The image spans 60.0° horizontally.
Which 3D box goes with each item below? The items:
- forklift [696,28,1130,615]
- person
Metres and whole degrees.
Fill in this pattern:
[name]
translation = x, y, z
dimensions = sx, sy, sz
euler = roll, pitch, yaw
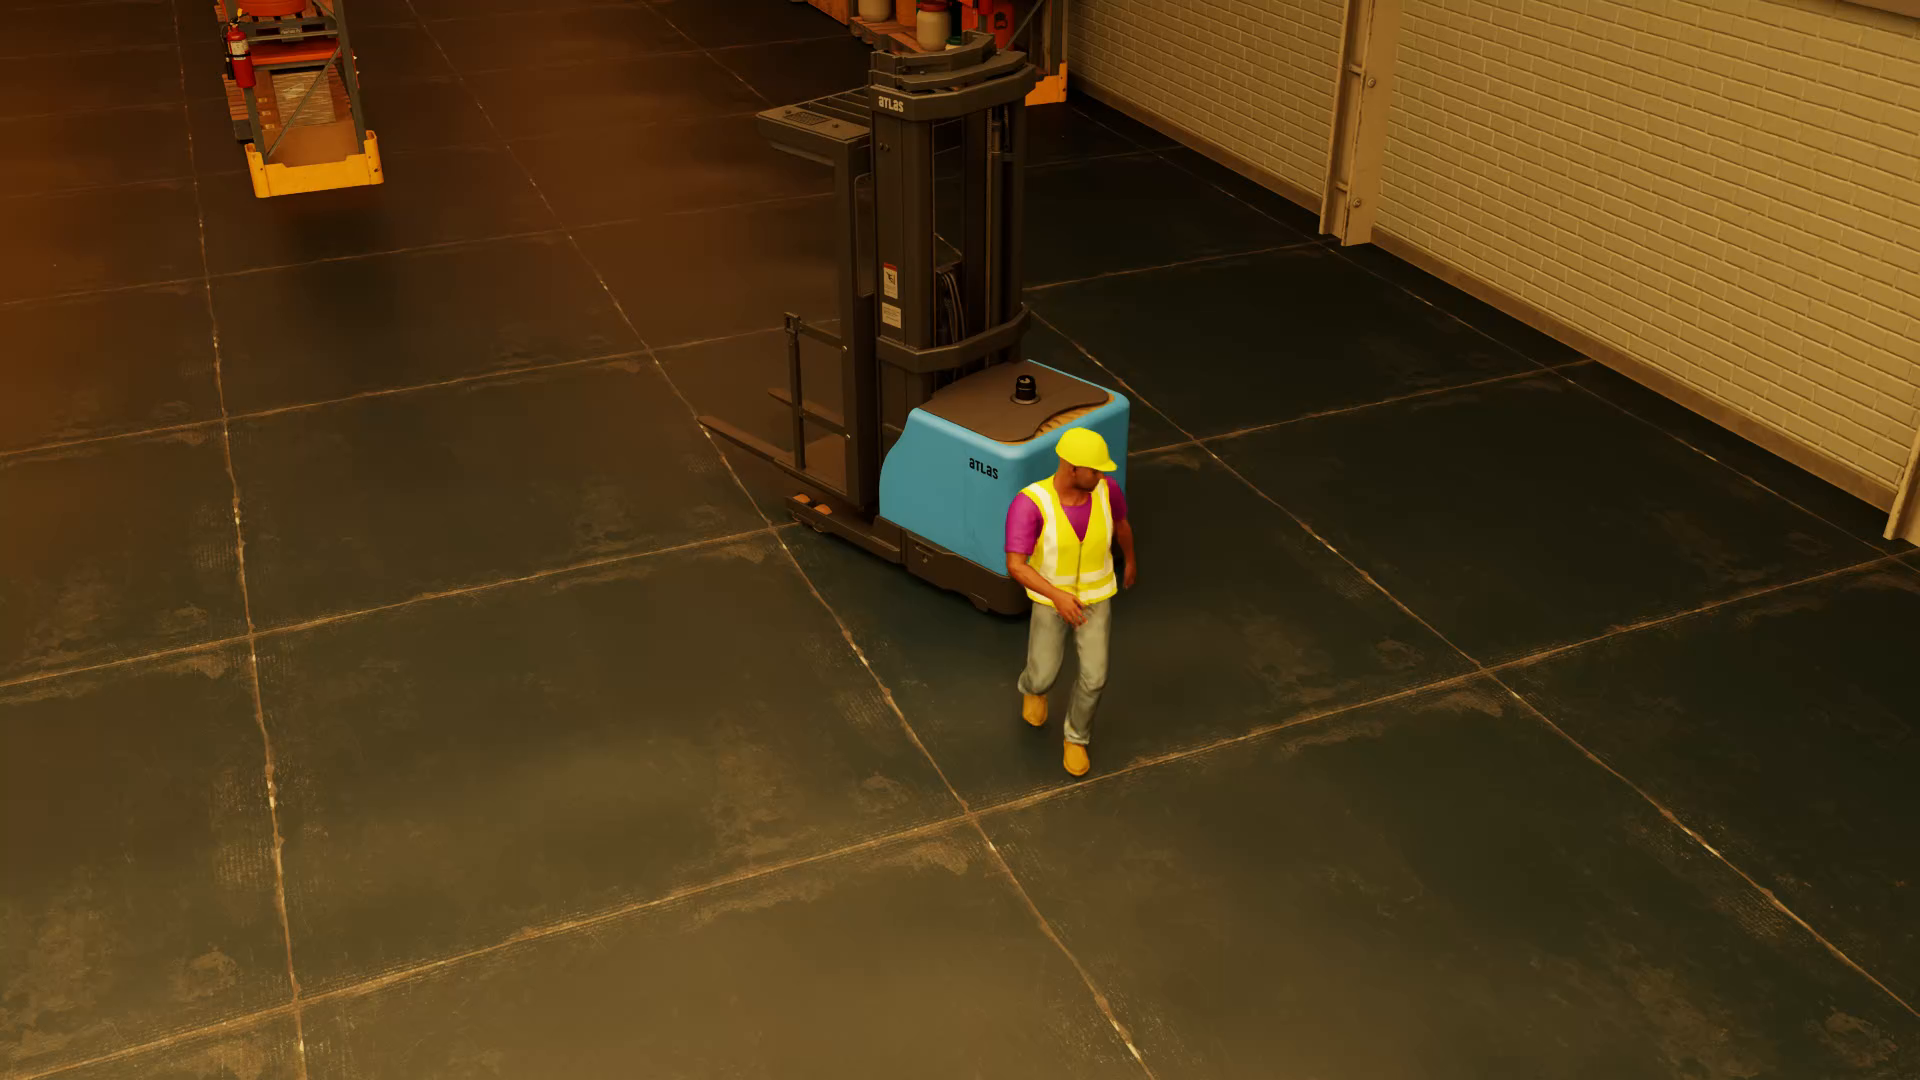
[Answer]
[forklift]
translation = -0.436, -1.483, 9.714
dimensions = 3.031, 2.935, 1.130
euler = 26, 39, 37
[person]
translation = 0.553, 0.256, 7.913
dimensions = 0.713, 1.702, 0.665
euler = -3, 30, -5
